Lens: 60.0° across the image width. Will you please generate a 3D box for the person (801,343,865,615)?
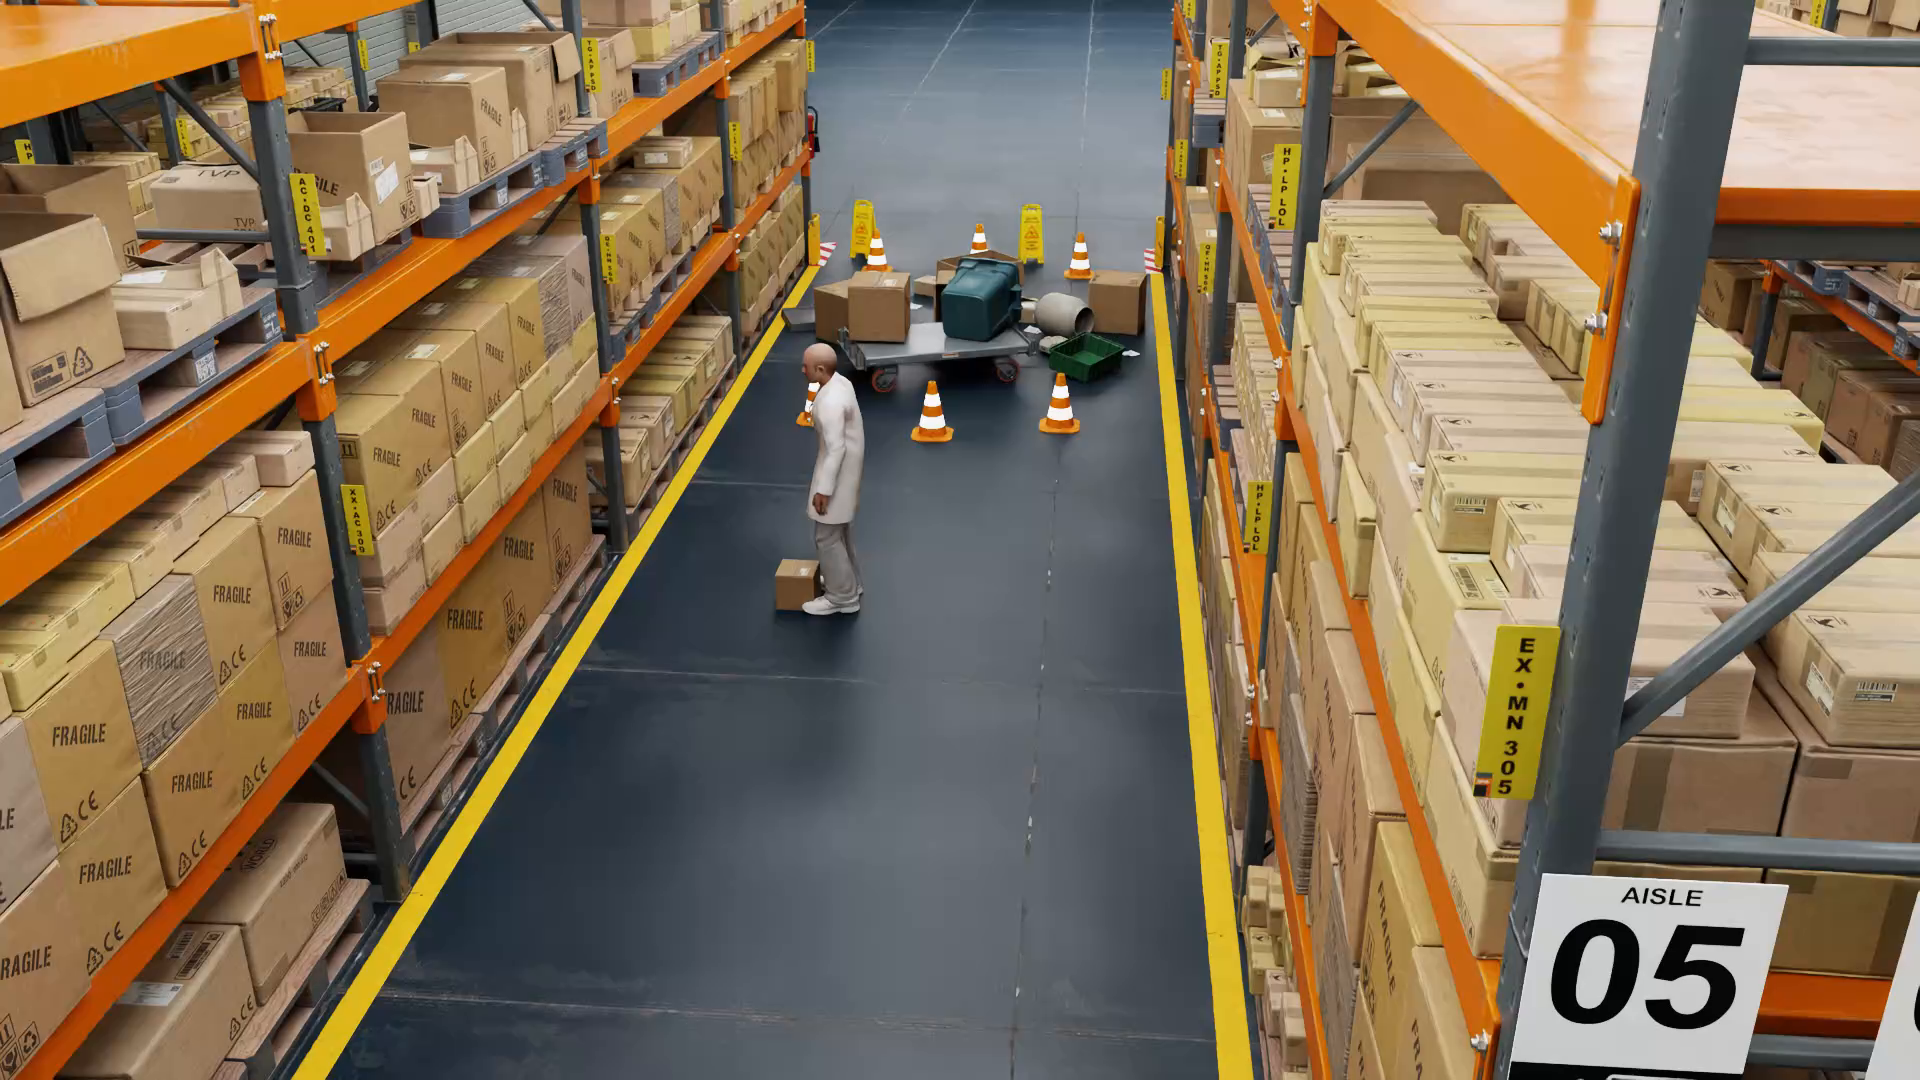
[{"bbox_3d":[-0.806,-0.391,10.491,0.418,1.775,0.656,1,24,2],"label":"person"}]
